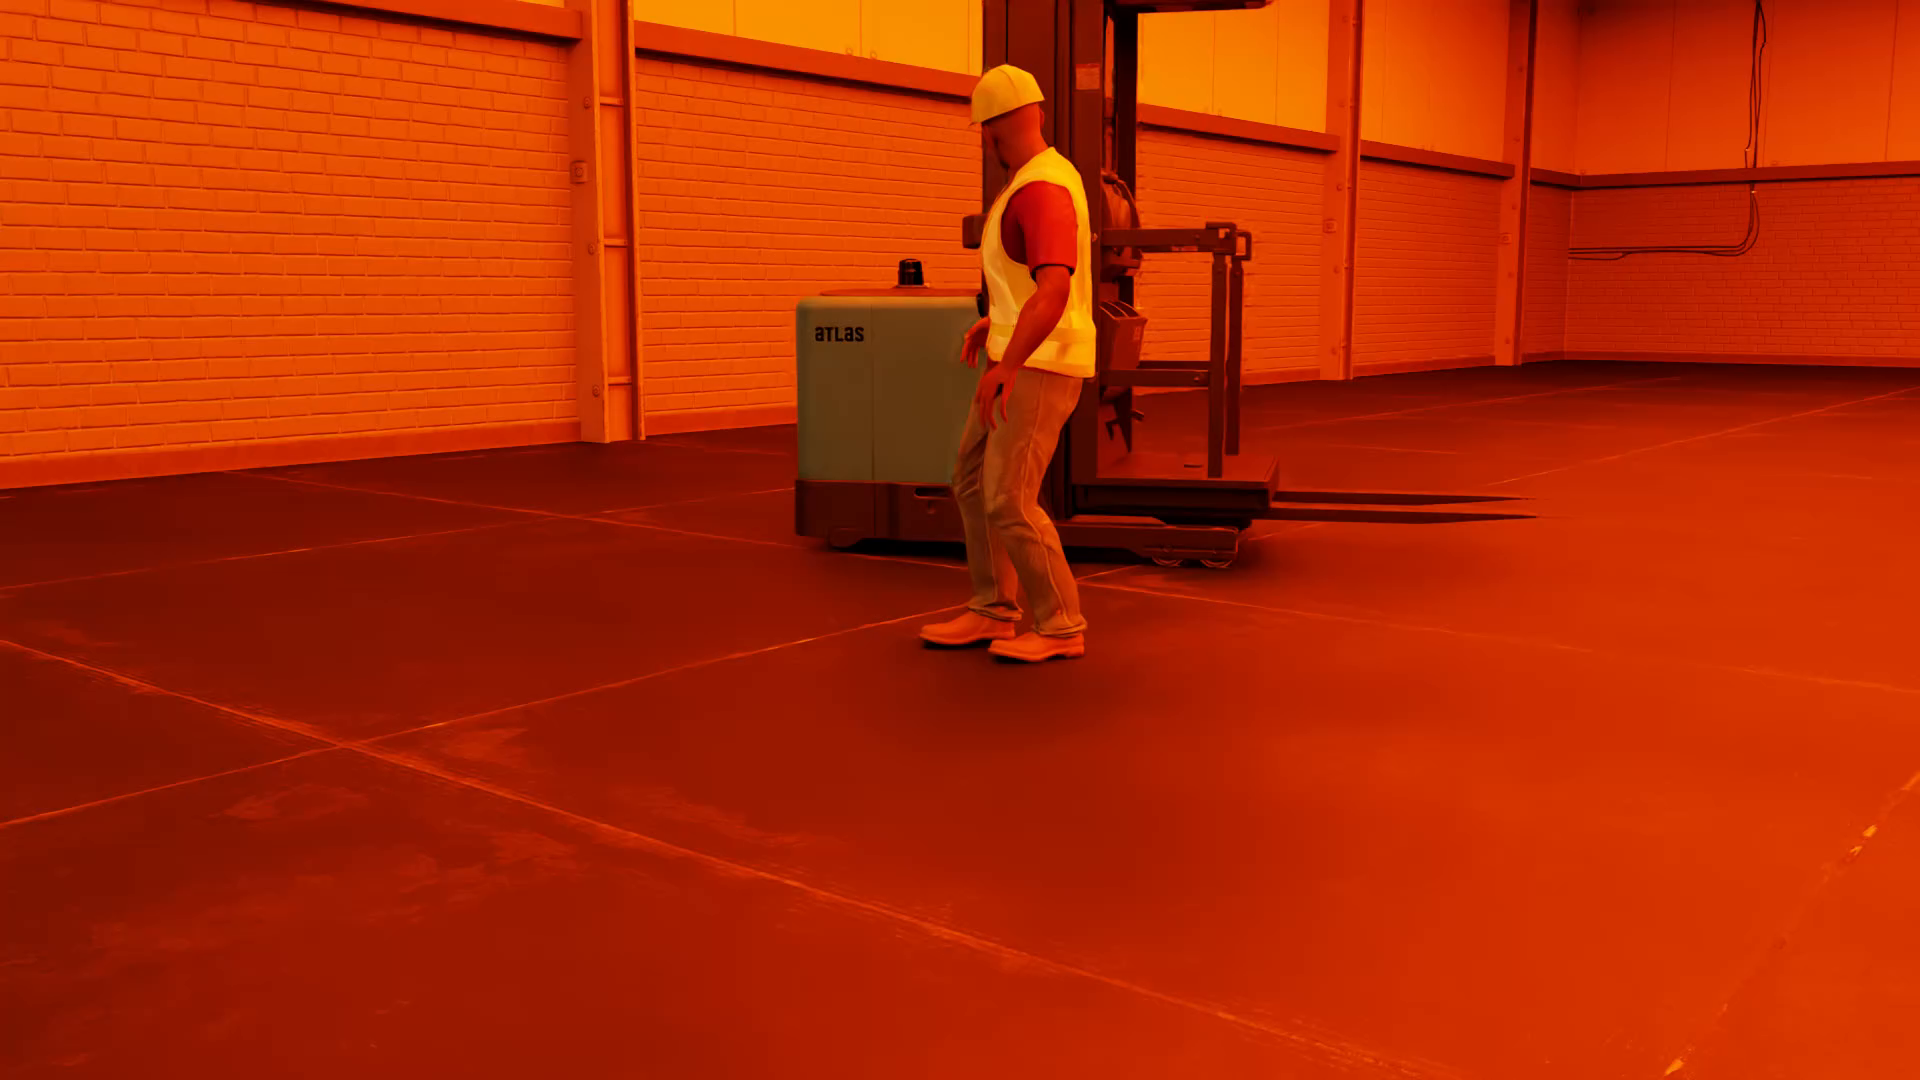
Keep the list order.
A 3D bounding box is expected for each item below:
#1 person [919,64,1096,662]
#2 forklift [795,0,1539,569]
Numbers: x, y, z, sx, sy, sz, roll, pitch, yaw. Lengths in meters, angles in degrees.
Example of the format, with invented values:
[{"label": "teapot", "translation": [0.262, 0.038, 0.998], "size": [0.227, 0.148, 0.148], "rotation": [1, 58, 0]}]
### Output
[{"label": "person", "translation": [0.145, -0.508, 4.914], "size": [0.509, 1.731, 0.775], "rotation": [-1, 8, -7]}, {"label": "forklift", "translation": [0.870, -1.421, 6.991], "size": [3.031, 2.935, 1.130], "rotation": [2, 9, 13]}]
